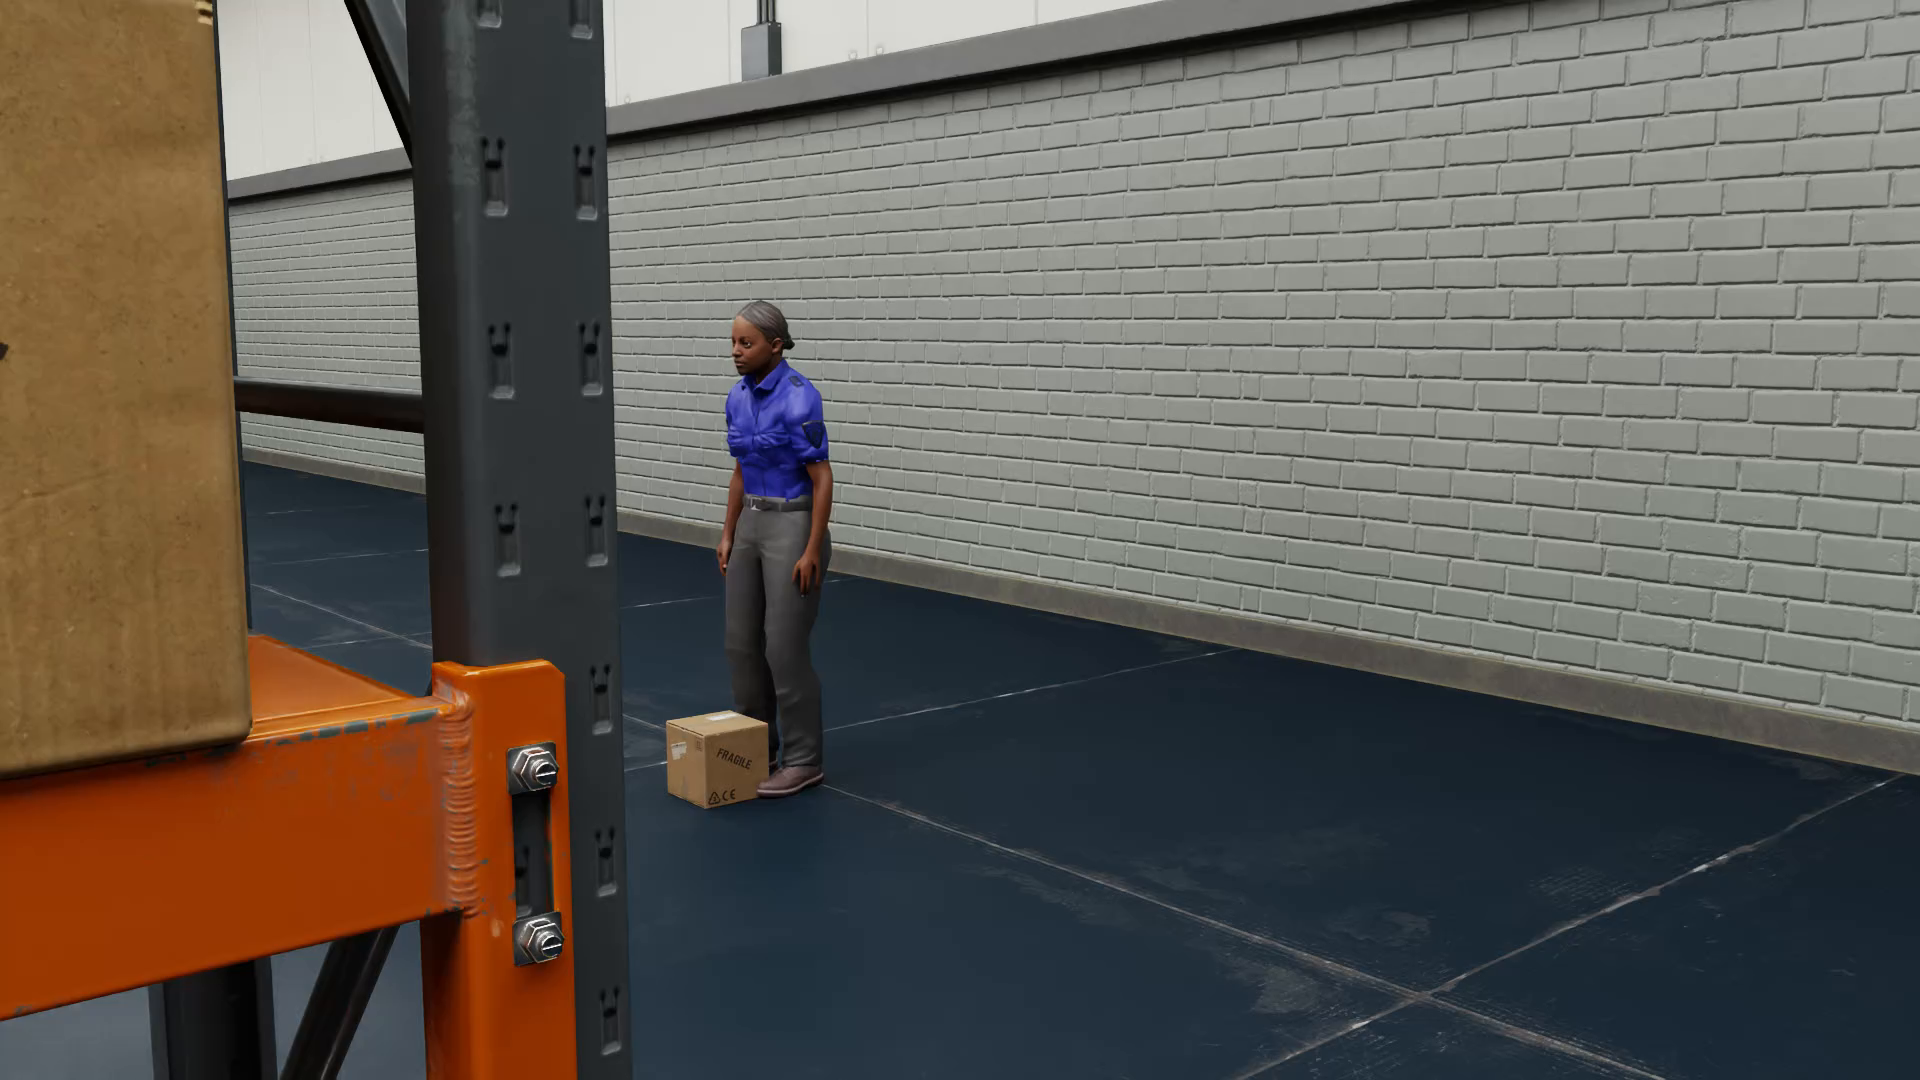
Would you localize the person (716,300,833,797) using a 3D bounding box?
[{"bbox_3d":[-0.645,0.019,5.664,0.349,1.655,0.532,-7,10,-44],"label":"person"}]
